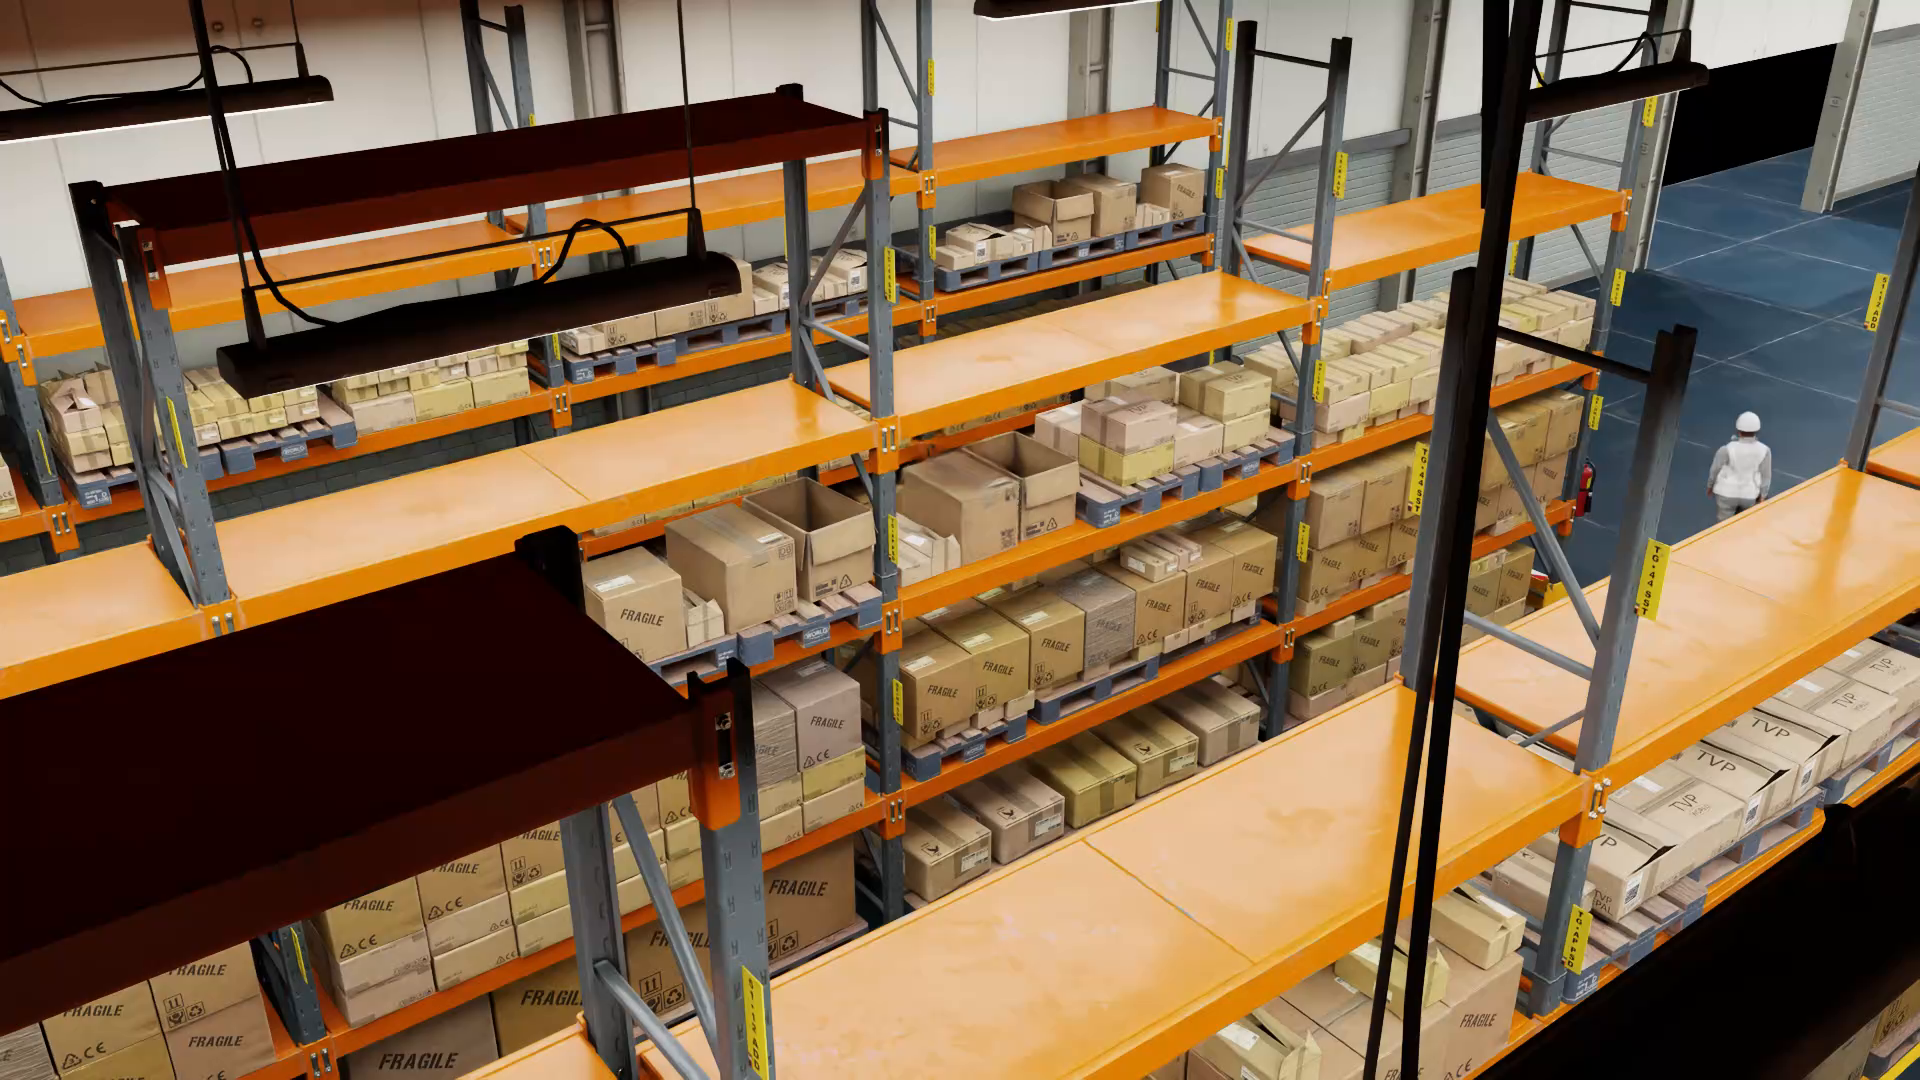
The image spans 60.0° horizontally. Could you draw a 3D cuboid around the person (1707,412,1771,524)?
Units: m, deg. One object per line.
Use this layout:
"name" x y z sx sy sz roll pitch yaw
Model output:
"person" 7.971 -0.510 17.126 0.561 1.725 0.942 0 26 0
